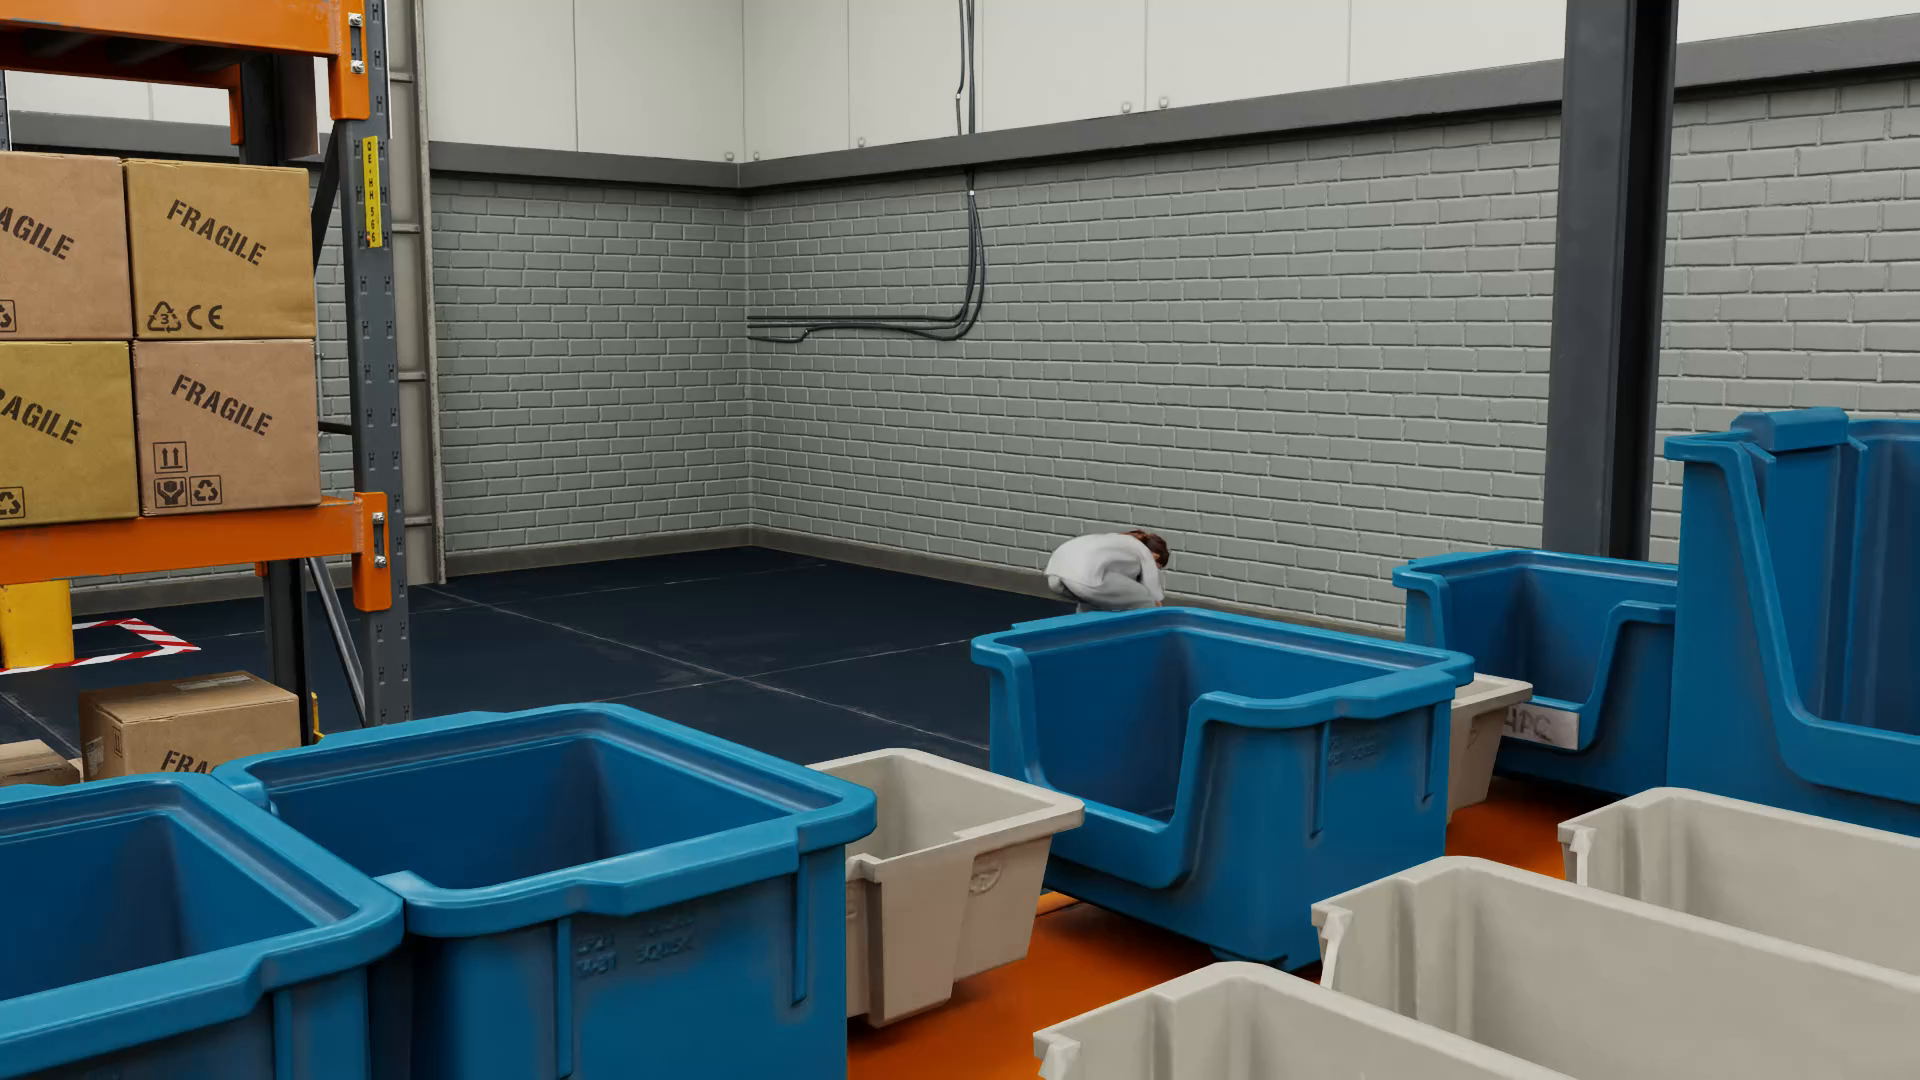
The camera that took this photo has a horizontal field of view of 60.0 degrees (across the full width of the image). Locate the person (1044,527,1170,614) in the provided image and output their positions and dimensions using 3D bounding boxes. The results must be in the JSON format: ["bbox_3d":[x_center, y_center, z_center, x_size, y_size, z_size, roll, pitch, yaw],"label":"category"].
[{"bbox_3d":[0.825,0.330,8.958,0.867,0.747,0.460,-7,10,-42],"label":"person"}]
